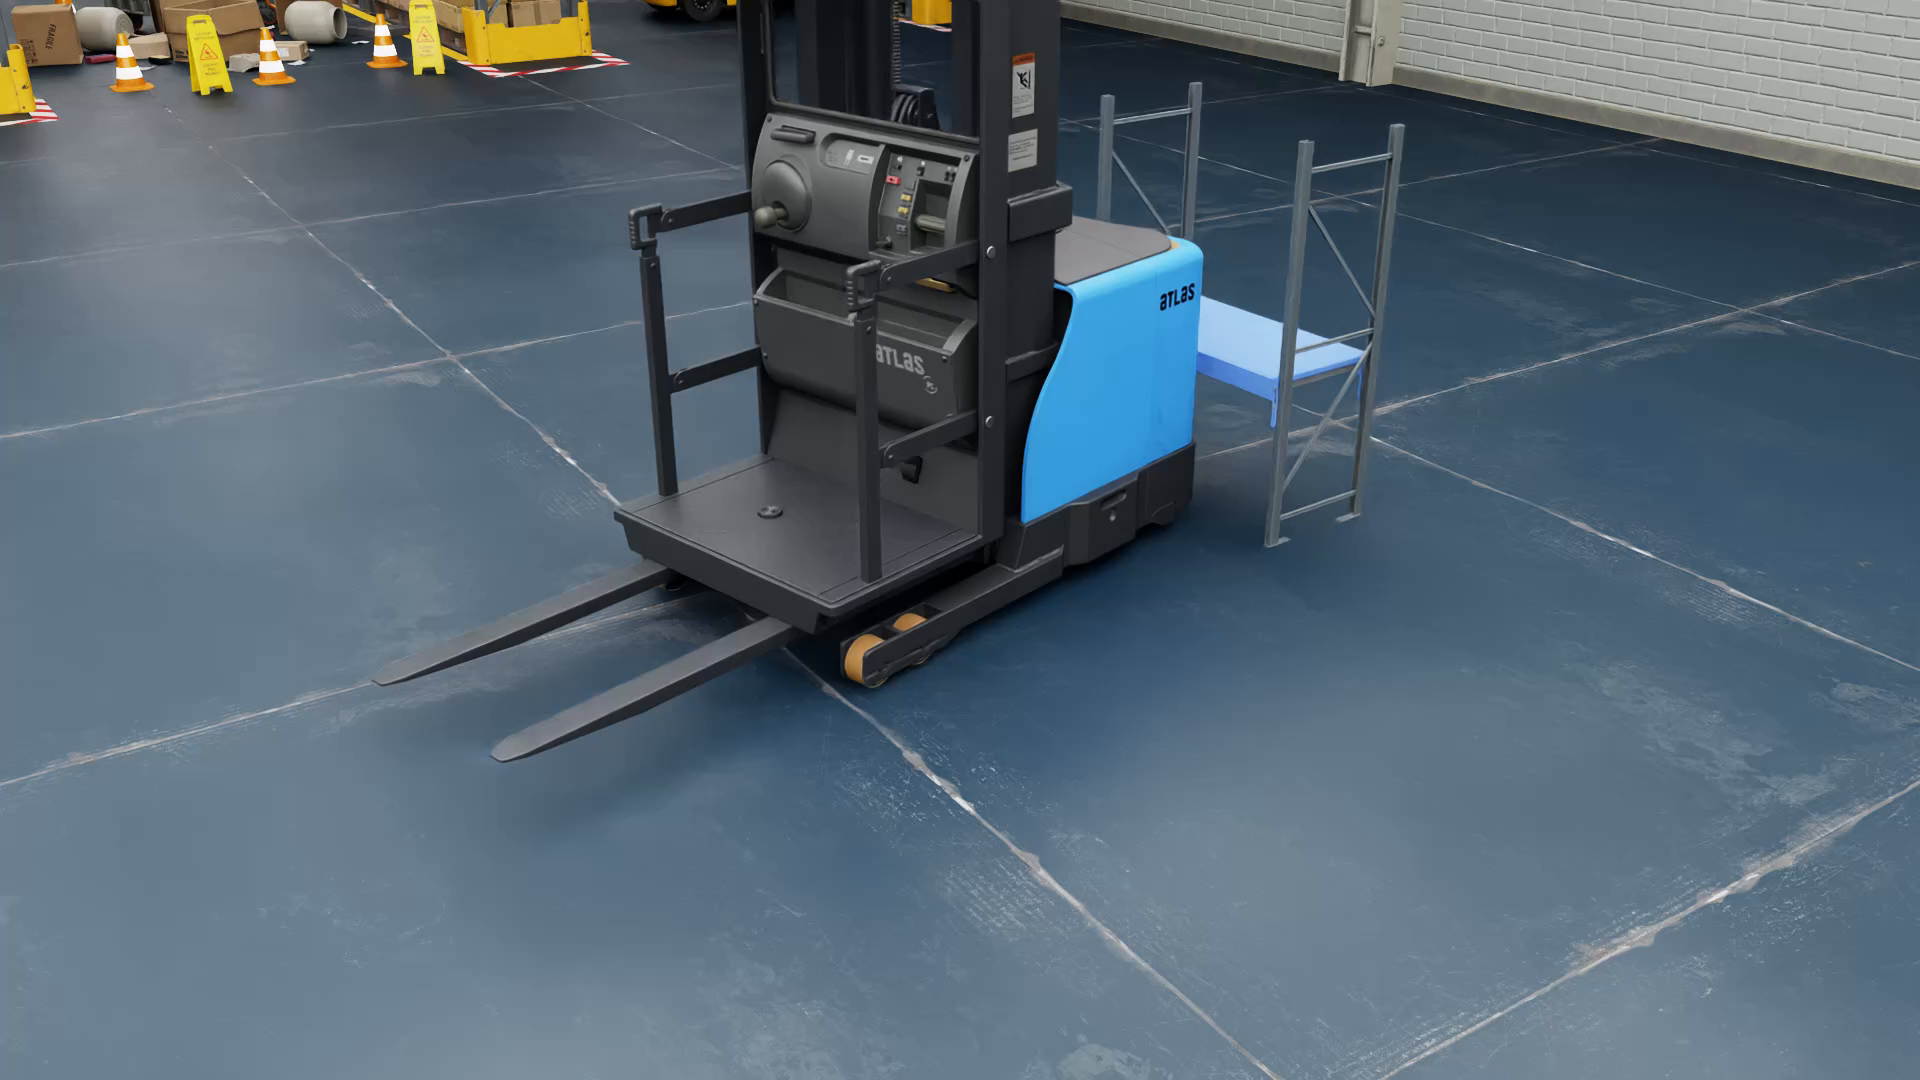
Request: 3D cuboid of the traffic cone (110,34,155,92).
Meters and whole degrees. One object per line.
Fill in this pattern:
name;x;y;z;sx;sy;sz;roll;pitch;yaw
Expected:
traffic cone;-7.331;-4.212;14.630;0.336;0.463;0.334;-16;29;-30

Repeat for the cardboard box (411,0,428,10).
cardboard box;-5.371;-5.574;17.272;0.500;0.250;0.500;-17;30;-31

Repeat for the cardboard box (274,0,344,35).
cardboard box;-6.877;-5.629;17.585;0.500;0.500;0.500;3;25;6

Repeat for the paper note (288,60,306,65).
paper note;-6.322;-4.559;15.872;0.142;0.019;0.148;18;31;33

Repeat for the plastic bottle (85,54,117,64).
plastic bottle;-8.239;-4.628;15.981;0.133;0.061;0.283;18;31;33

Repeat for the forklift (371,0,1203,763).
forklift;-0.464;-1.103;5.152;1.130;2.935;3.031;21;32;37

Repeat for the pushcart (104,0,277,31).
pushcart;-8.205;-5.723;17.932;0.936;0.377;1.648;18;31;33

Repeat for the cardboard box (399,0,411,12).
cardboard box;-5.633;-5.754;17.653;0.500;0.250;0.500;-16;30;-30

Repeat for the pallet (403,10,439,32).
pallet;-5.255;-5.529;17.714;1.003;0.211;1.213;-16;29;-30

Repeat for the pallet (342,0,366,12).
pallet;-6.748;-6.476;19.720;1.003;0.211;1.213;-16;29;-30

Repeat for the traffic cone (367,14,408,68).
traffic cone;-5.454;-4.734;15.735;0.336;0.463;0.334;-16;29;-30

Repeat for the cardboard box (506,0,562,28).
cardboard box;-4.347;-5.327;16.750;0.500;0.250;0.500;-16;30;-30

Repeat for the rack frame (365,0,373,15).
rack frame;-6.322;-7.458;18.536;1.000;3.000;0.127;-16;29;-30

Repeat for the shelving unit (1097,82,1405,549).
shelving unit;1.045;-0.889;6.377;0.538;1.500;1.048;-17;30;-32

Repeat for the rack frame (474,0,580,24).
rack frame;-4.138;-6.028;15.505;1.000;3.000;0.127;-16;29;-30

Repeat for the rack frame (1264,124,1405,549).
rack frame;1.344;-0.714;6.005;0.500;1.500;0.032;-17;30;-32

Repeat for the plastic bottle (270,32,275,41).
plastic bottle;-7.189;-5.231;17.259;0.133;0.061;0.283;-10;27;-21

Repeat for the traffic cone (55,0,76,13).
traffic cone;-9.881;-5.953;18.318;0.336;0.463;0.334;-16;29;-30

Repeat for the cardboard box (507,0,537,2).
cardboard box;-4.360;-5.675;16.608;0.500;0.500;0.500;-17;30;-31

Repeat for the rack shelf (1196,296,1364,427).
rack shelf;1.045;-0.727;6.454;0.538;0.185;1.000;-17;30;-32

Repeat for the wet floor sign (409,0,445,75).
wet floor sign;-4.931;-4.646;15.335;0.267;0.644;0.232;-6;26;-12

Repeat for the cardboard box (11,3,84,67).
cardboard box;-8.707;-4.823;15.879;0.500;0.500;0.500;-10;27;-21

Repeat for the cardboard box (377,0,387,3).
cardboard box;-6.226;-6.131;18.453;0.500;0.250;0.500;-17;30;-32

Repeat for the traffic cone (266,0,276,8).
traffic cone;-8.172;-6.429;19.325;0.336;0.463;0.334;-16;29;-30

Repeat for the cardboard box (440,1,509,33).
cardboard box;-4.818;-5.209;16.500;0.500;0.250;0.500;-16;29;-30

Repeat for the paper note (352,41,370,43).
paper note;-6.132;-5.104;17.026;0.148;0.019;0.142;18;31;33

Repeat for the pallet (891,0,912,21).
pallet;-0.434;-6.189;19.112;1.003;0.211;1.213;-16;29;-30

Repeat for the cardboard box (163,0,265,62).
cardboard box;-7.218;-4.937;16.119;0.637;0.503;0.797;7;26;15

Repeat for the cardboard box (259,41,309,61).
cardboard box;-6.546;-4.736;16.109;0.380;0.149;0.250;-1;25;-3

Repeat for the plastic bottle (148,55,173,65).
plastic bottle;-7.672;-4.599;15.921;0.283;0.061;0.133;18;31;33

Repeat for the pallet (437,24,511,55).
pallet;-4.594;-5.093;16.791;1.003;0.211;1.213;-16;29;-30

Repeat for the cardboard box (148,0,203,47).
cardboard box;-7.736;-5.331;16.794;0.797;0.637;0.503;-16;29;-30

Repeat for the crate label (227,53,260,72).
crate label;-6.679;-4.473;15.564;0.298;0.136;0.250;12;28;24

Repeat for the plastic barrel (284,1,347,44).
plastic barrel;-6.534;-5.249;16.872;0.512;0.421;0.421;3;25;6

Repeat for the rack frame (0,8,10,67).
rack frame;-8.230;-4.838;12.985;1.000;3.000;0.127;-16;29;-30

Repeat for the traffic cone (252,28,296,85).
traffic cone;-6.198;-4.353;14.930;0.336;0.463;0.334;-16;29;-30

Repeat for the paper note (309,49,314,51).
paper note;-6.474;-4.892;16.602;0.032;0.001;0.123;-16;29;-30

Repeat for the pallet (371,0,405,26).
pallet;-5.926;-5.965;18.639;1.003;0.211;1.213;-16;29;-30

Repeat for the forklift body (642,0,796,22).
forklift body;-2.545;-7.055;18.675;2.313;2.155;1.214;-16;29;-30

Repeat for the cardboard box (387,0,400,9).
cardboard box;-5.925;-5.943;18.054;0.500;0.250;0.500;-14;29;-27

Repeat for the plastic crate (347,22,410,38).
plastic crate;-6.152;-5.386;17.564;0.583;0.080;0.402;18;31;33

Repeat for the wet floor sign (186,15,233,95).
wet floor sign;-6.556;-4.224;14.443;0.267;0.644;0.232;-22;33;-38

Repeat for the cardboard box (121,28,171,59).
cardboard box;-7.933;-4.847;16.206;0.396;0.266;0.258;-10;27;-21

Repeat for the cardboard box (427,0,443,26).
cardboard box;-5.081;-5.388;16.878;0.500;0.250;0.500;-15;29;-29

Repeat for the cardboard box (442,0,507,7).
cardboard box;-4.794;-5.539;16.320;0.500;0.500;0.500;-15;29;-29

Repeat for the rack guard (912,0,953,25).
rack guard;0.032;-6.047;18.473;1.175;0.500;0.348;-16;29;-30

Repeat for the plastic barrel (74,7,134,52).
plastic barrel;-8.509;-5.055;16.463;0.512;0.421;0.421;3;25;6

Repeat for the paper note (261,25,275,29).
paper note;-7.462;-5.529;17.926;0.148;0.019;0.142;-16;29;-30

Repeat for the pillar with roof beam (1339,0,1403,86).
pillar with roof beam;0.062;-7.208;10.979;9.100;9.000;0.400;-16;29;-30

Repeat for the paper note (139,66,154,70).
paper note;-7.641;-4.436;15.613;0.144;0.017;0.142;-6;26;-12

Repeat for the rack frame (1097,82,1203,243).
rack frame;0.745;-1.065;6.748;0.500;1.500;0.032;-17;30;-32

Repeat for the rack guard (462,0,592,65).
rack guard;-4.180;-4.925;16.096;1.175;0.500;0.348;-16;29;-30

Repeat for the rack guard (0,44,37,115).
rack guard;-8.217;-3.699;13.500;1.175;0.500;0.348;-16;29;-30
